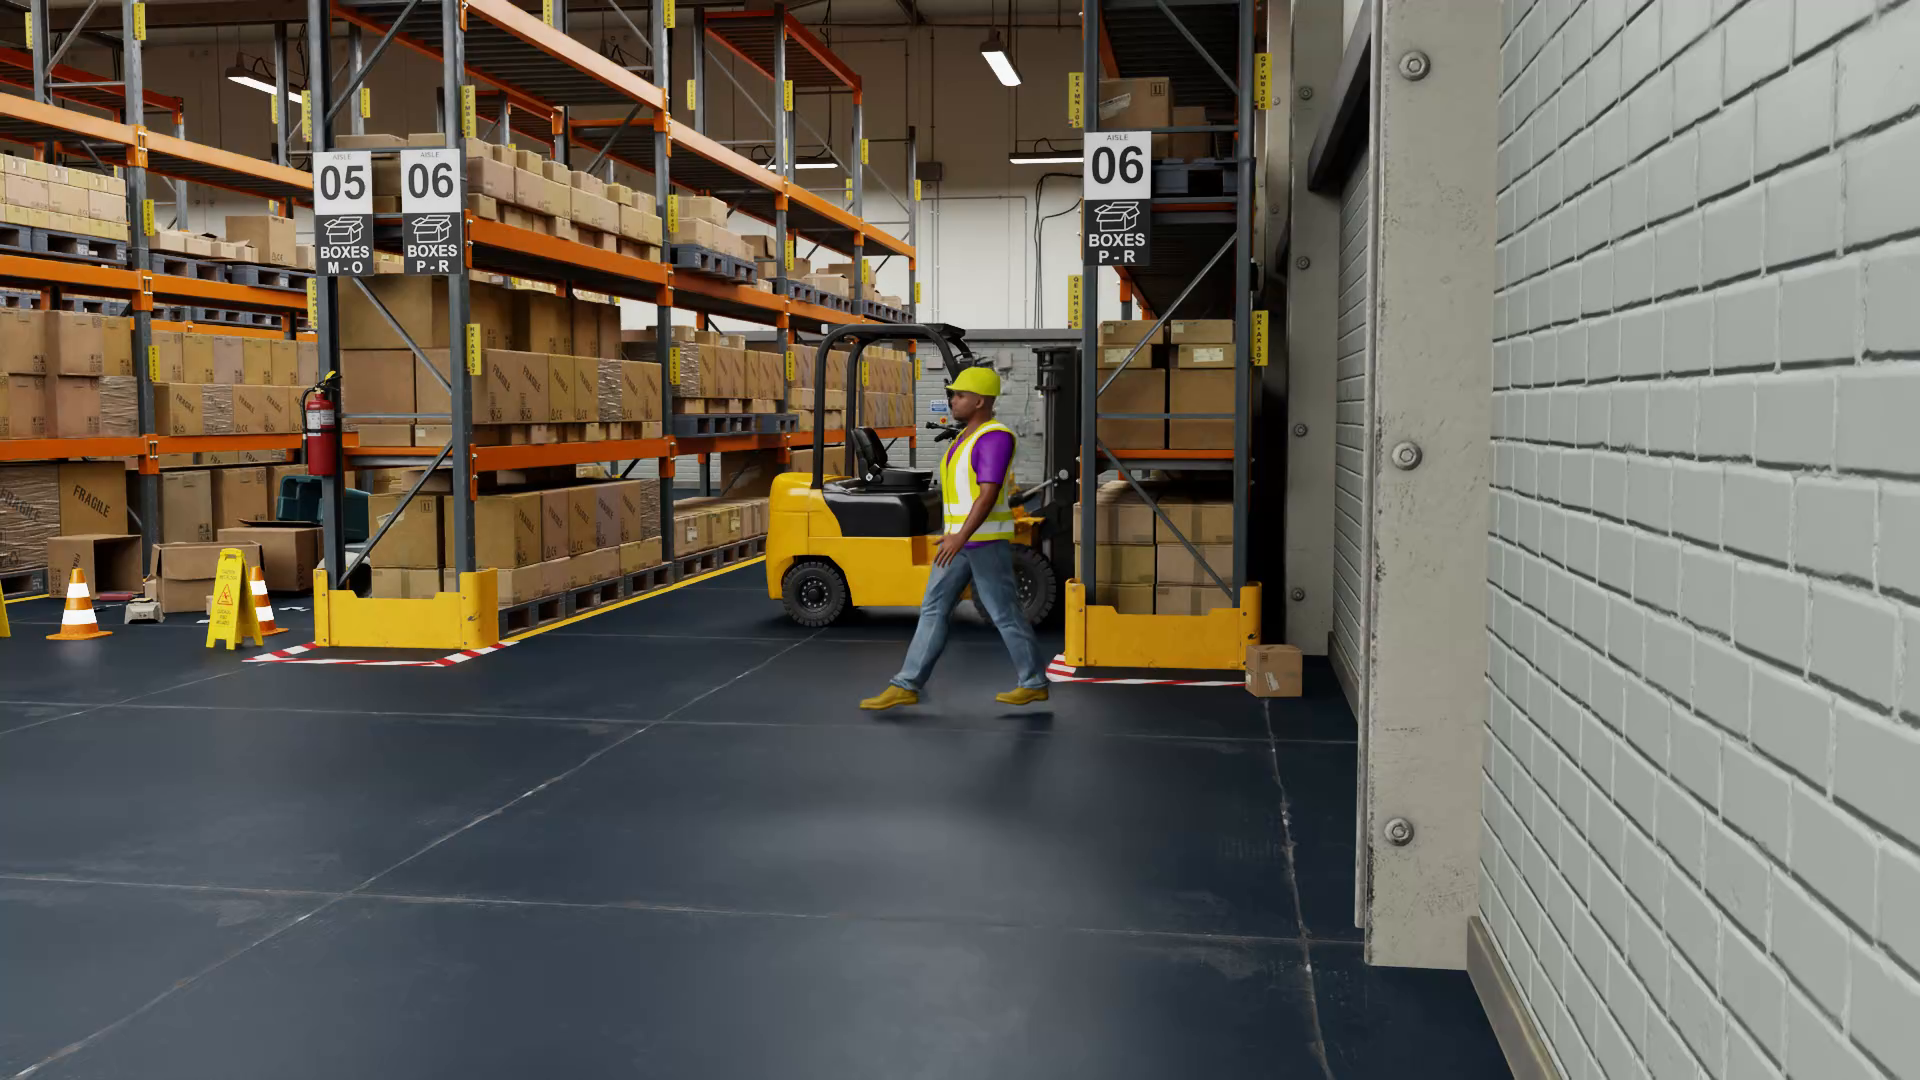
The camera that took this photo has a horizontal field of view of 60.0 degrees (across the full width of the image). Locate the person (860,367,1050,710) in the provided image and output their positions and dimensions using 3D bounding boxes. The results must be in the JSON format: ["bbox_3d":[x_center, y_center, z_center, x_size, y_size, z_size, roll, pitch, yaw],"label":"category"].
[{"bbox_3d":[-0.001,-0.007,8.360,0.979,1.722,0.583,-2,5,-22],"label":"person"}]
